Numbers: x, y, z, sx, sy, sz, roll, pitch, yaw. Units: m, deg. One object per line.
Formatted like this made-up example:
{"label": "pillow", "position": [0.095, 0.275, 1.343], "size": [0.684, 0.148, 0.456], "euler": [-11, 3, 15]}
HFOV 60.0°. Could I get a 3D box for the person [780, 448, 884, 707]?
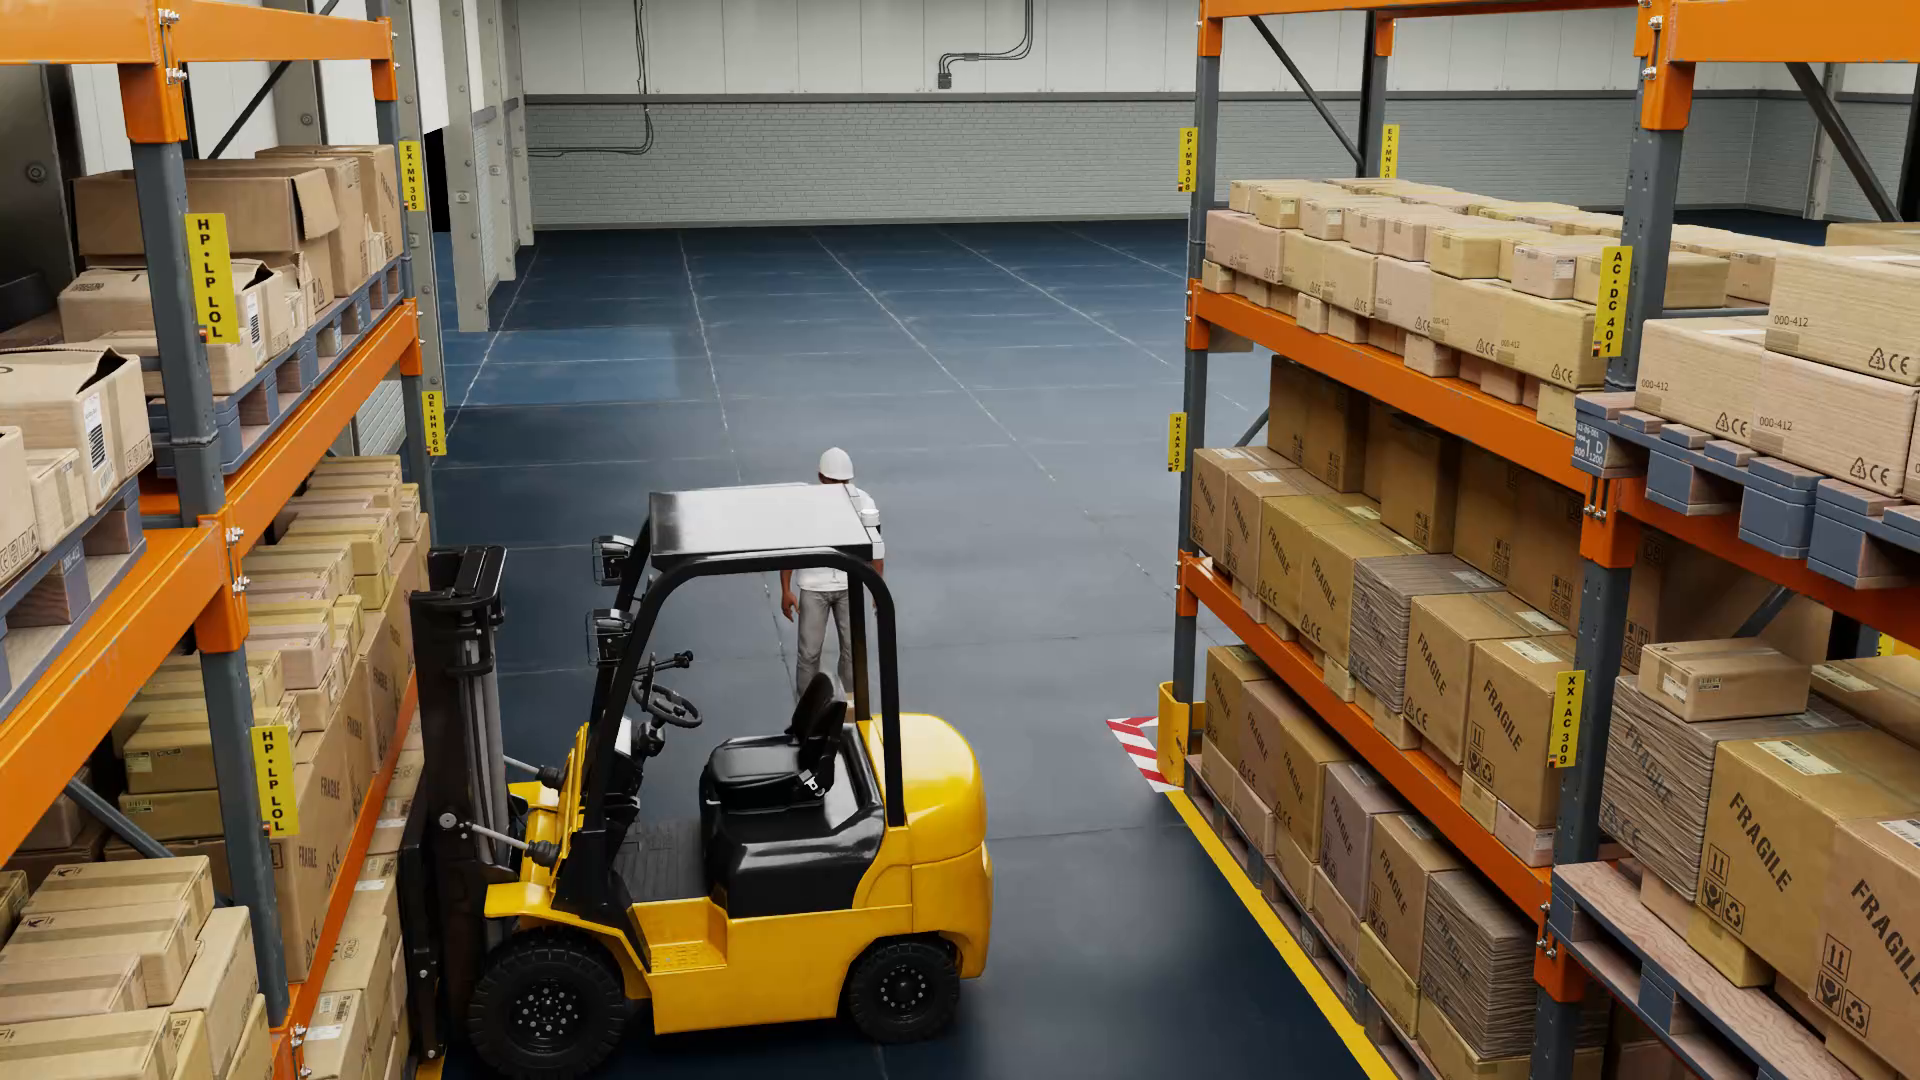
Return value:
{"label": "person", "position": [-0.763, 0.298, 9.979], "size": [0.637, 1.761, 0.455], "euler": [-4, 17, -13]}
